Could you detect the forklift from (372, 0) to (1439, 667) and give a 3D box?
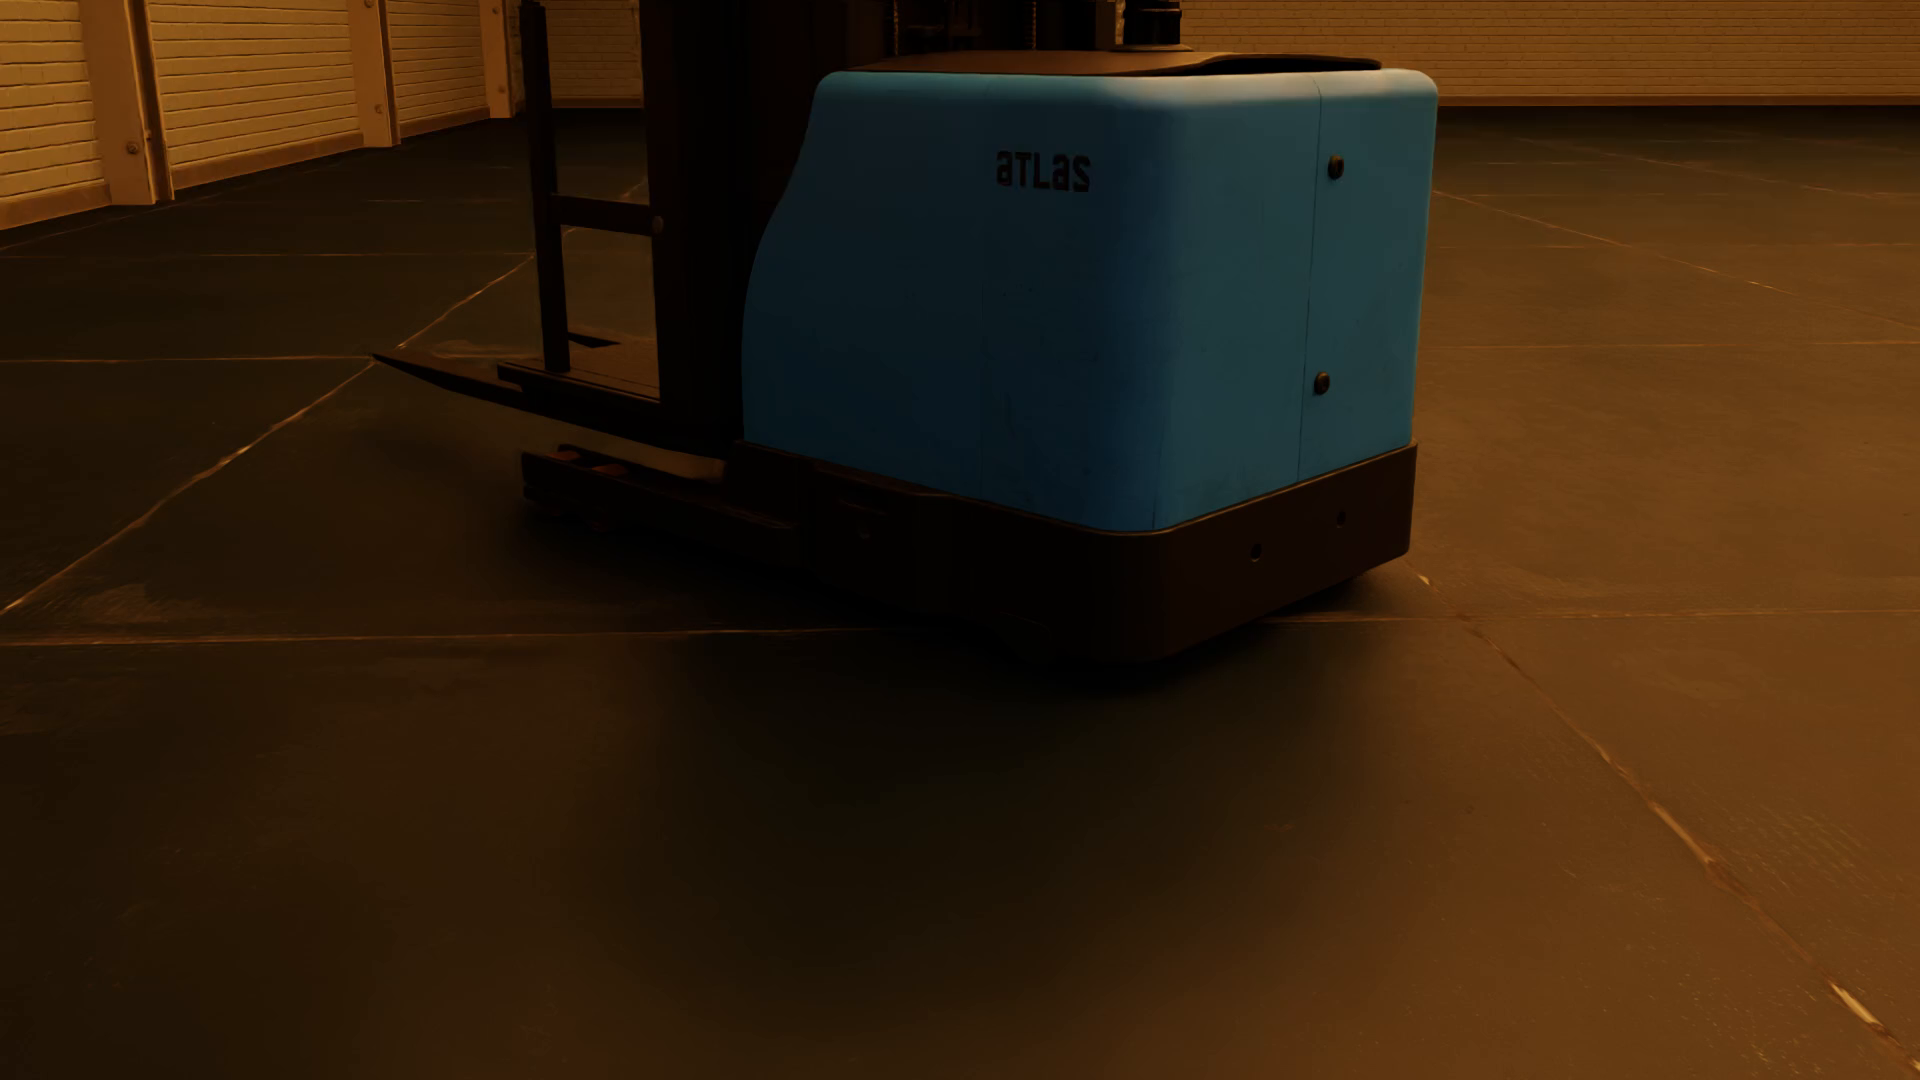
[{"bbox_3d":[-0.438,-1.516,3.862,3.031,2.935,1.130,16,23,41],"label":"forklift"}]
